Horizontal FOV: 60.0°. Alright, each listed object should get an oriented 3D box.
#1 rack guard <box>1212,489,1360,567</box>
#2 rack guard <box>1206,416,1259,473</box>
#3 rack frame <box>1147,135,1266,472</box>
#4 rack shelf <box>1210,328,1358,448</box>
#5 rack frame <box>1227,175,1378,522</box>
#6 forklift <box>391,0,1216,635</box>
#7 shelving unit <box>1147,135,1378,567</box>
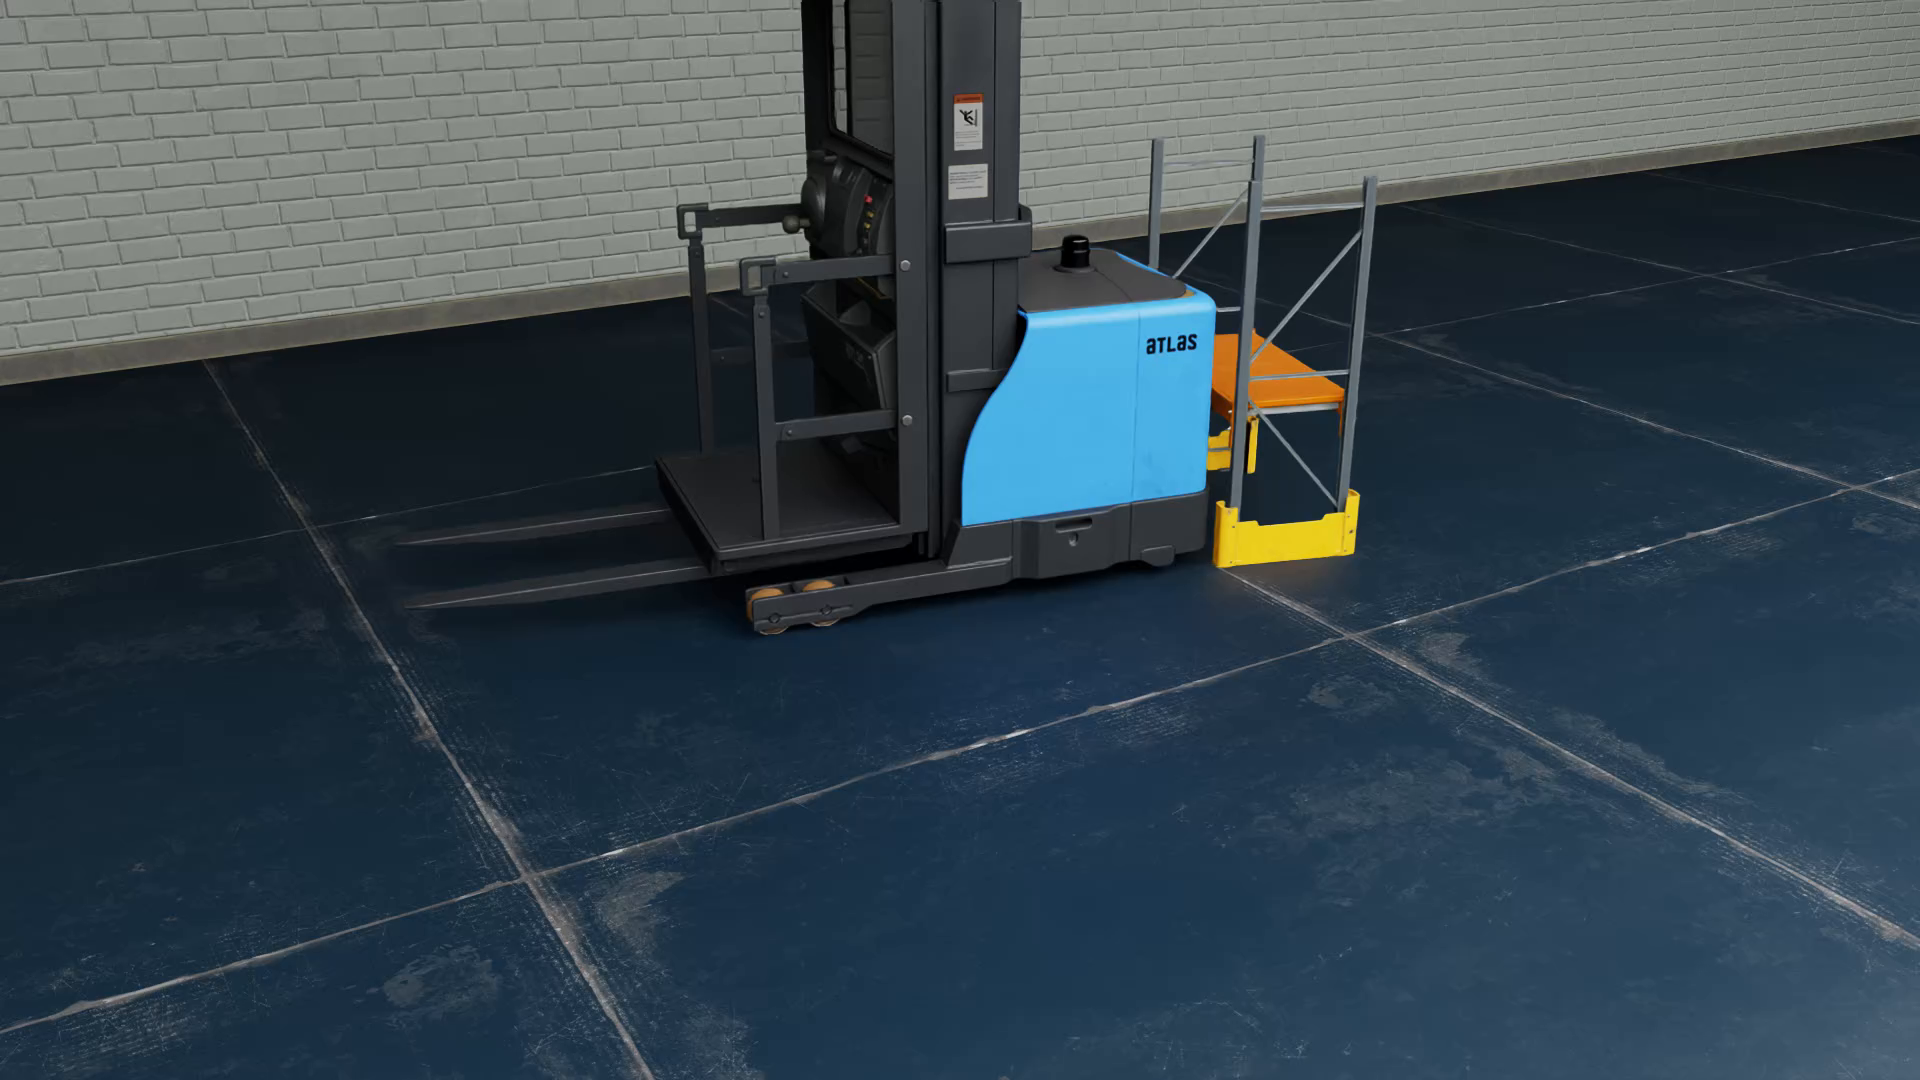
[{"bbox_3d":[1.293,-0.048,6.597,0.587,0.250,0.087,-5,23,-13],"label":"rack guard"},{"bbox_3d":[1.053,-0.412,7.492,0.587,0.250,0.087,-5,23,-13],"label":"rack guard"},{"bbox_3d":[1.048,-0.998,7.274,0.500,1.500,0.032,-5,23,-13],"label":"rack frame"},{"bbox_3d":[1.171,-0.645,6.885,0.538,0.185,1.000,-5,23,-13],"label":"rack shelf"},{"bbox_3d":[1.293,-0.626,6.360,0.500,1.500,0.032,-5,23,-13],"label":"rack frame"},{"bbox_3d":[-0.597,-1.240,5.970,3.031,2.935,1.130,-8,24,-19],"label":"forklift"},{"bbox_3d":[1.173,-0.809,6.809,0.587,1.500,1.083,-5,23,-13],"label":"shelving unit"}]
